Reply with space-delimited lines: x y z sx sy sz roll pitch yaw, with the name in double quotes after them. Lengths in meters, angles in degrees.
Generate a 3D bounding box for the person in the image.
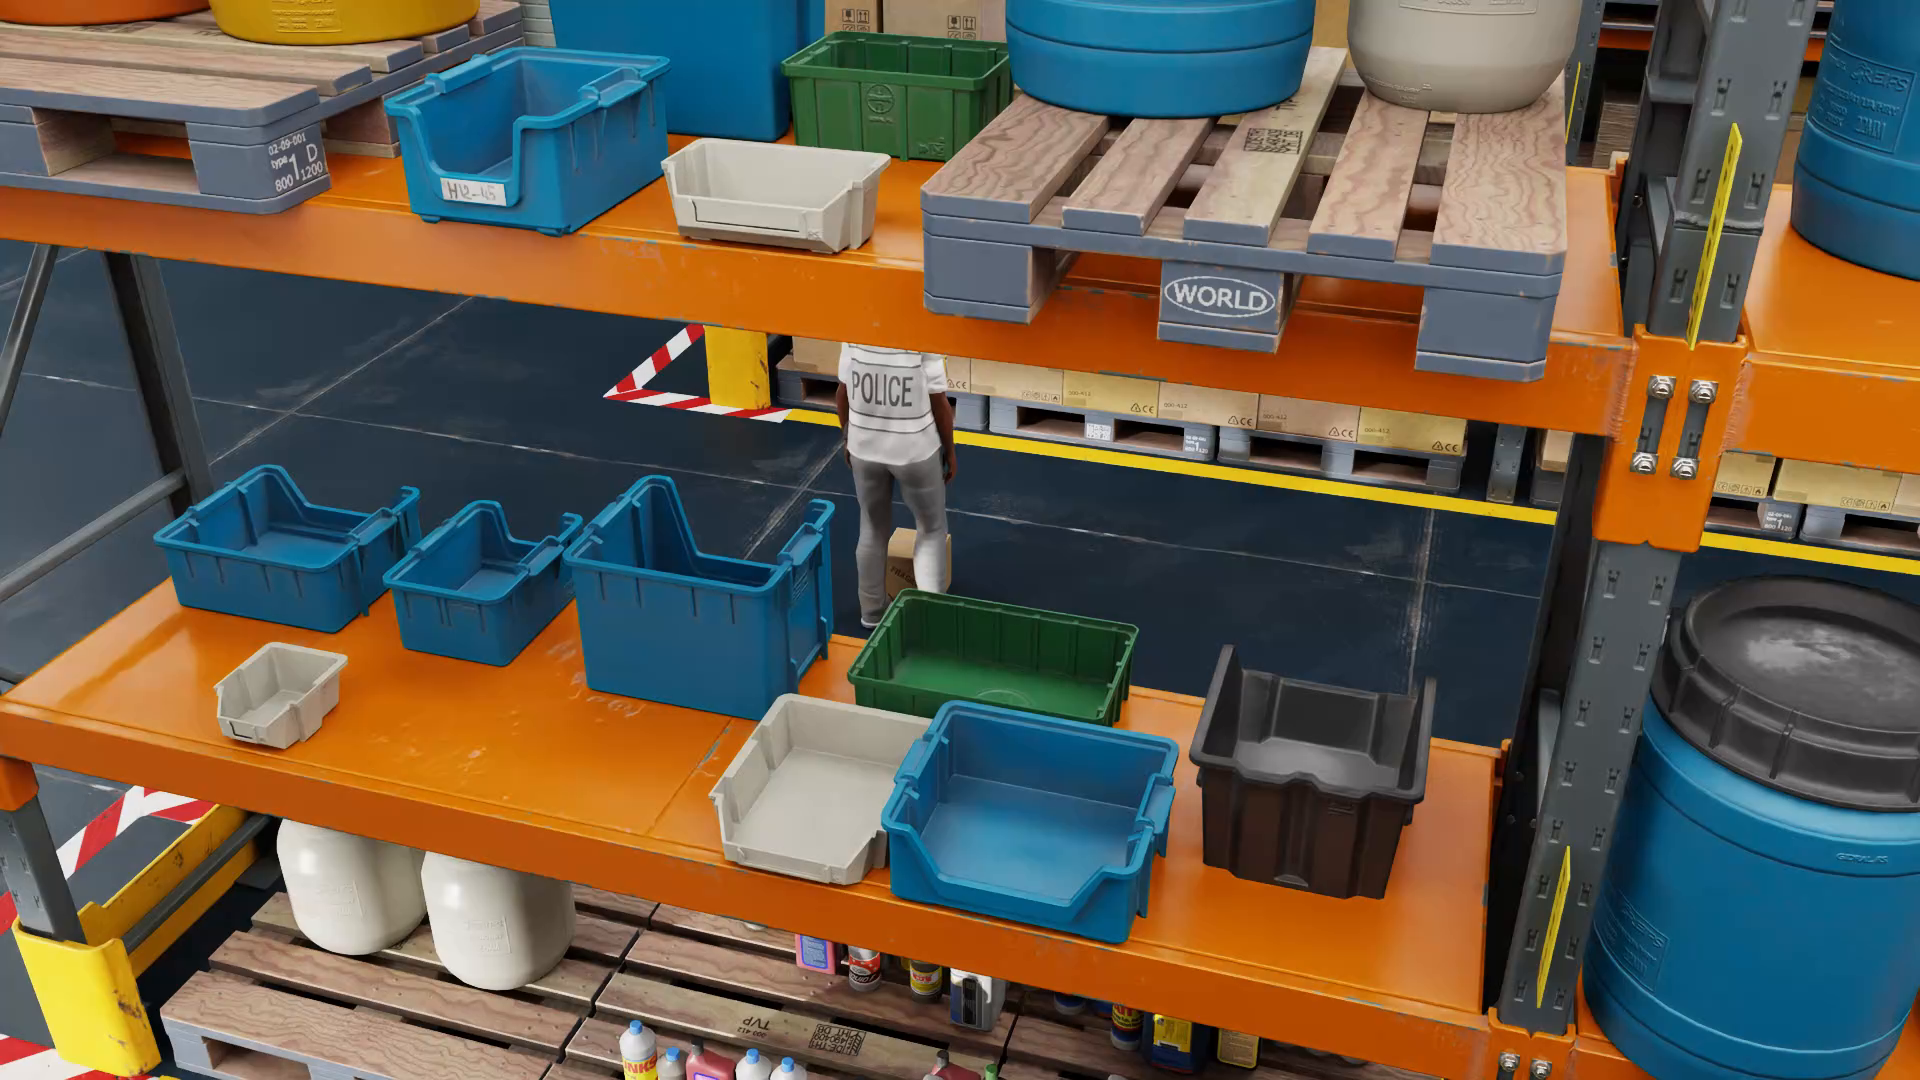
-0.248 -0.372 6.790 0.503 1.656 0.396 8 30 14 "person"
